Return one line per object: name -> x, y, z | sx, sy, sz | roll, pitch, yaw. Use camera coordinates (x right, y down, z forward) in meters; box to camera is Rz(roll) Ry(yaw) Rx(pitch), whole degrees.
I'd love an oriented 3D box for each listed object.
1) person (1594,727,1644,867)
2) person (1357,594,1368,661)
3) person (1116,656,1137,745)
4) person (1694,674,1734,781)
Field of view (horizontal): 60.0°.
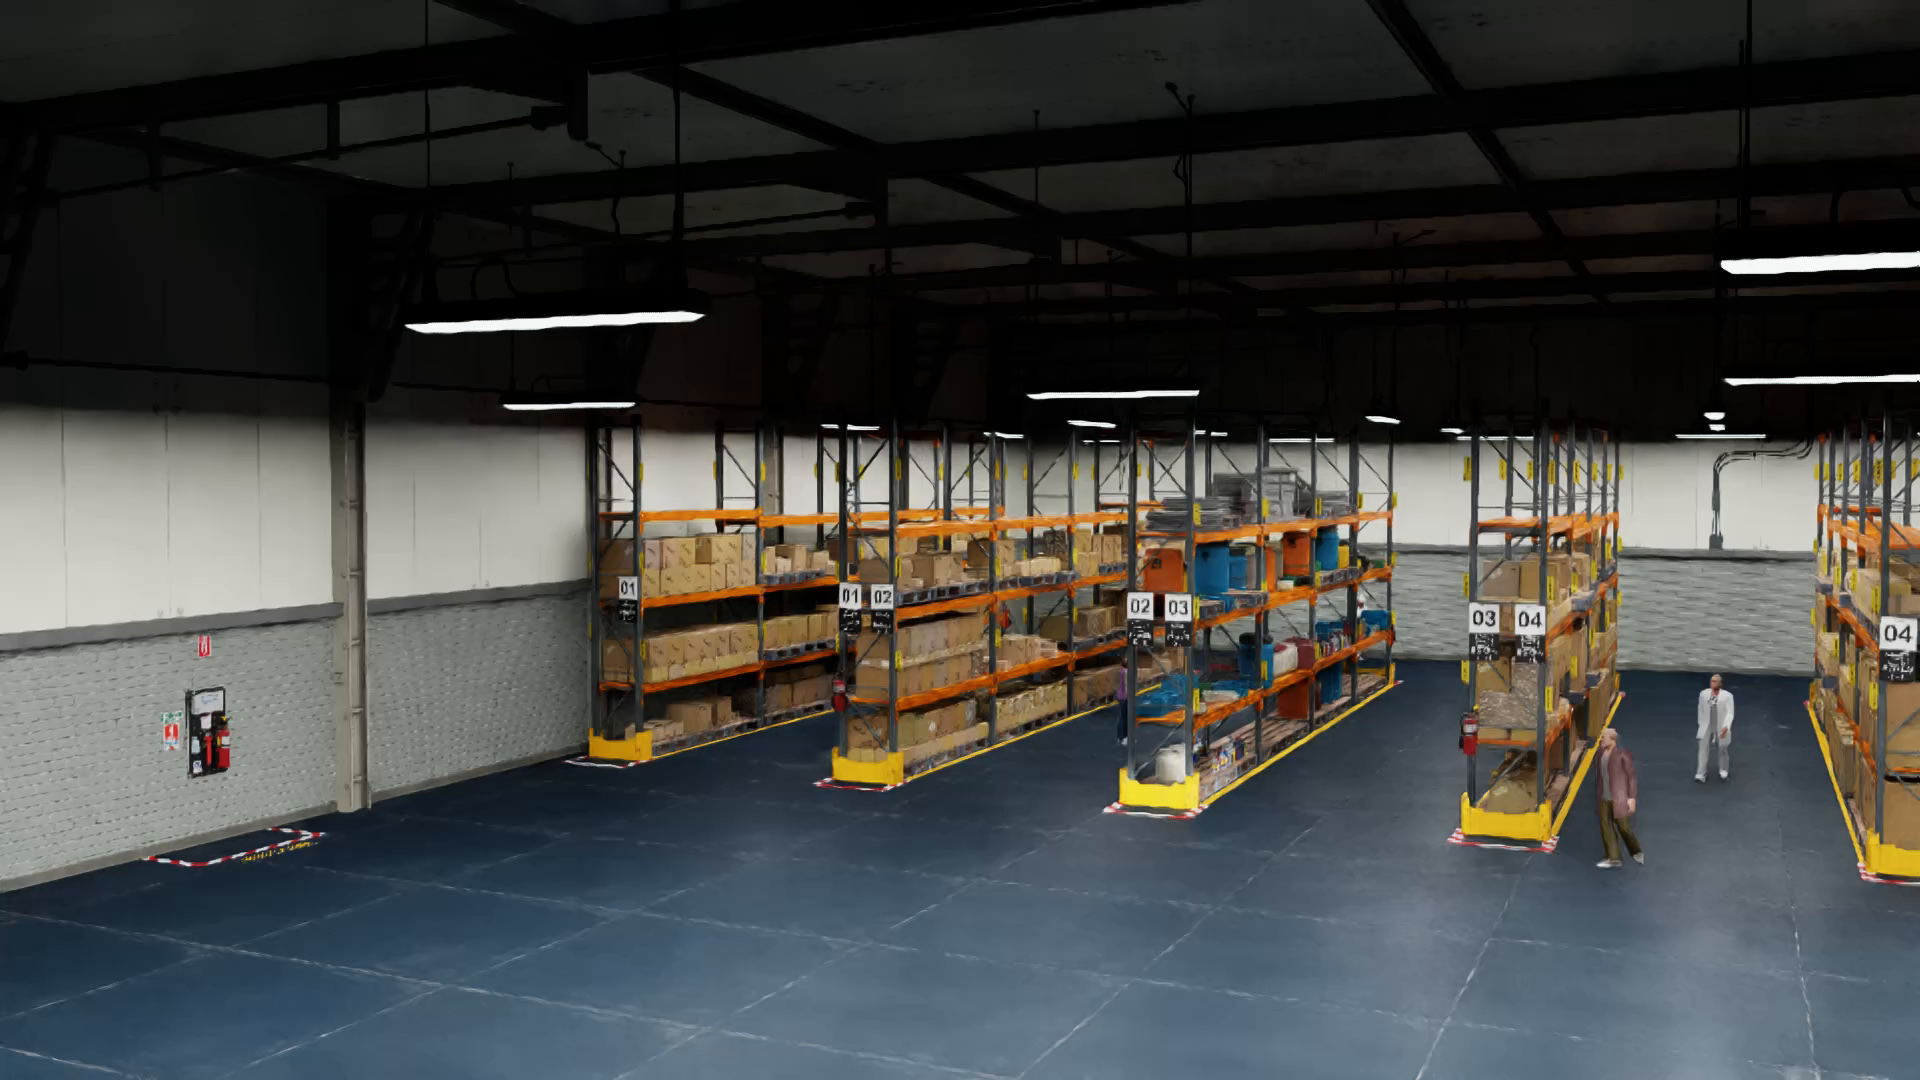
person -> 8.354, 3.253, 21.066 | 0.604, 1.770, 0.622 | -1, 3, -29
person -> 10.472, 2.312, 43.992 | 0.733, 1.757, 0.529 | -1, 2, -16
person -> 3.076, 2.930, 30.566 | 0.417, 1.603, 0.505 | 0, 2, -5
person -> 12.185, 3.023, 26.825 | 0.573, 1.716, 1.102 | 2, 3, 33
